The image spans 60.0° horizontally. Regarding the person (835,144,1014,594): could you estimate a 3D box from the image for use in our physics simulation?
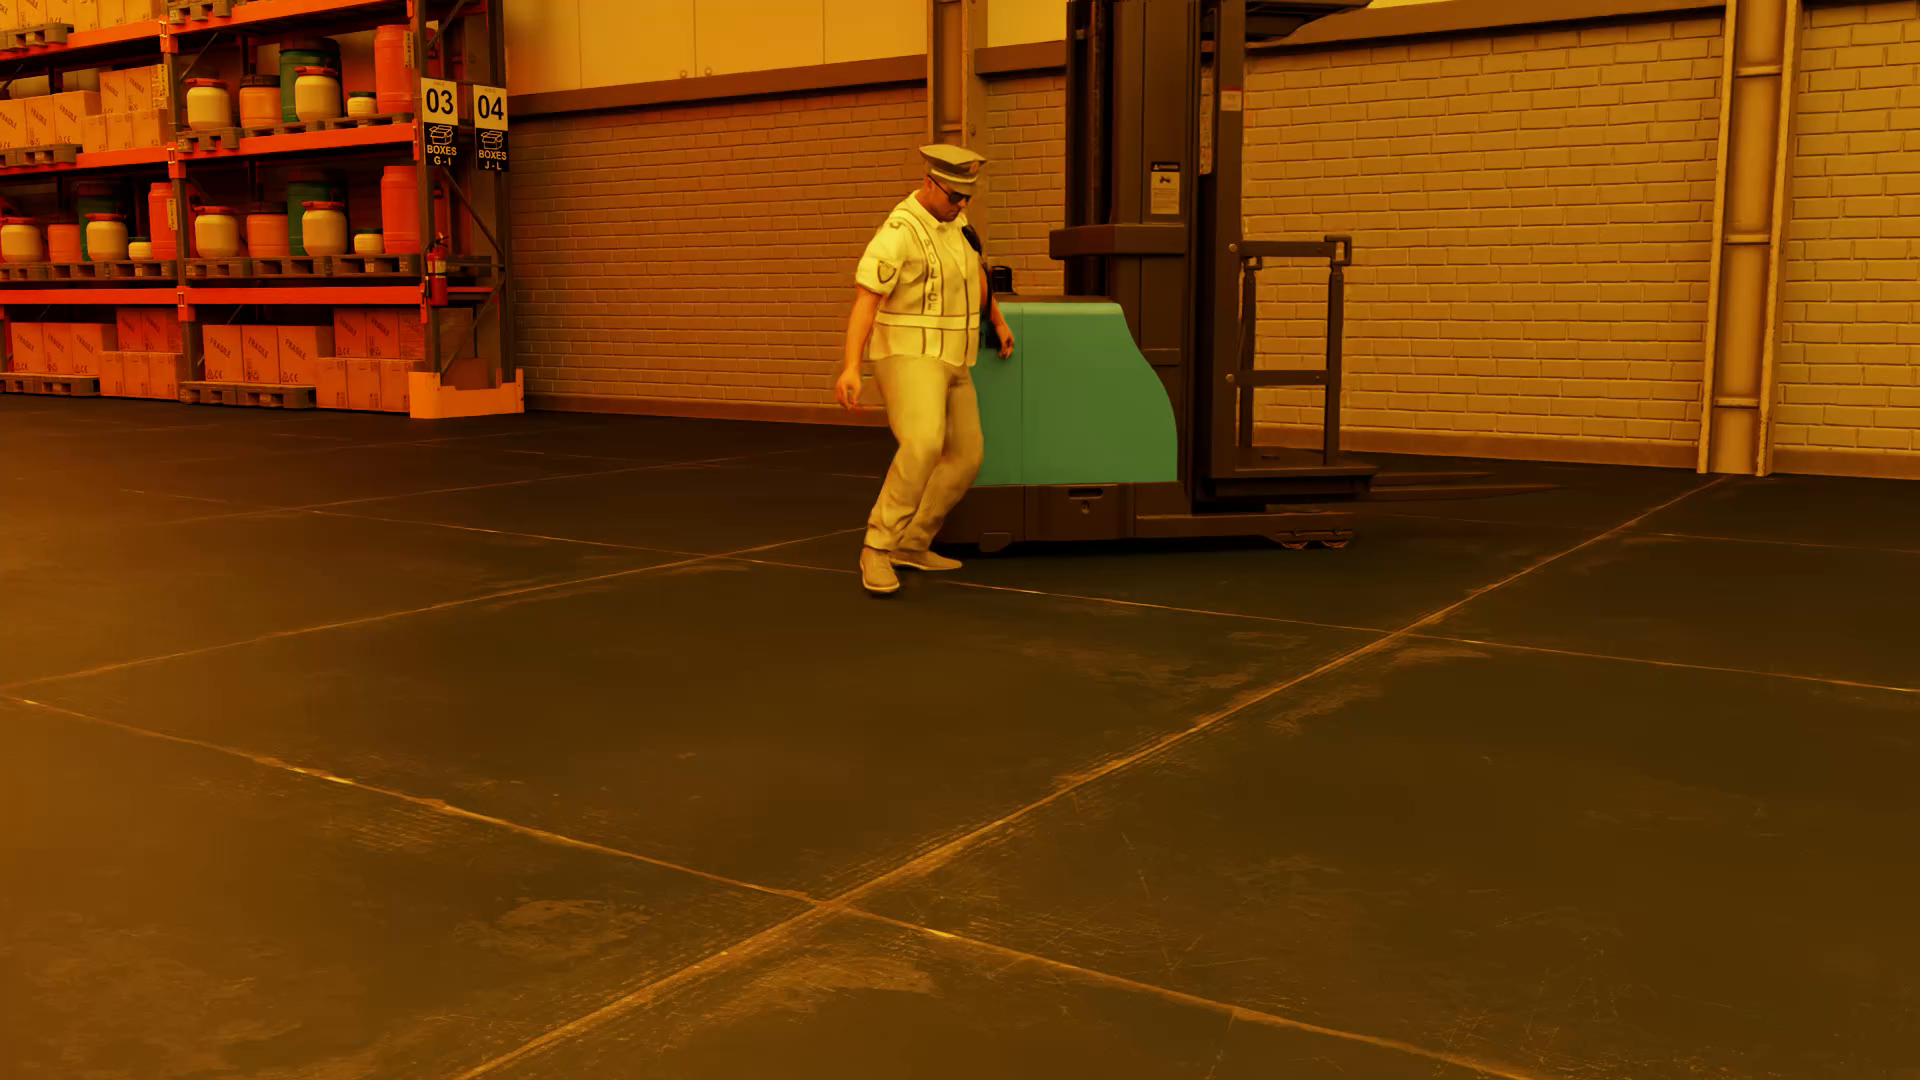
[{"bbox_3d":[-0.111,-0.670,6.485,0.529,1.692,1.123,5,9,30],"label":"person"}]

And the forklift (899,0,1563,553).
[{"bbox_3d":[1.270,-1.479,7.595,3.031,2.935,1.130,-2,8,-12],"label":"forklift"}]
